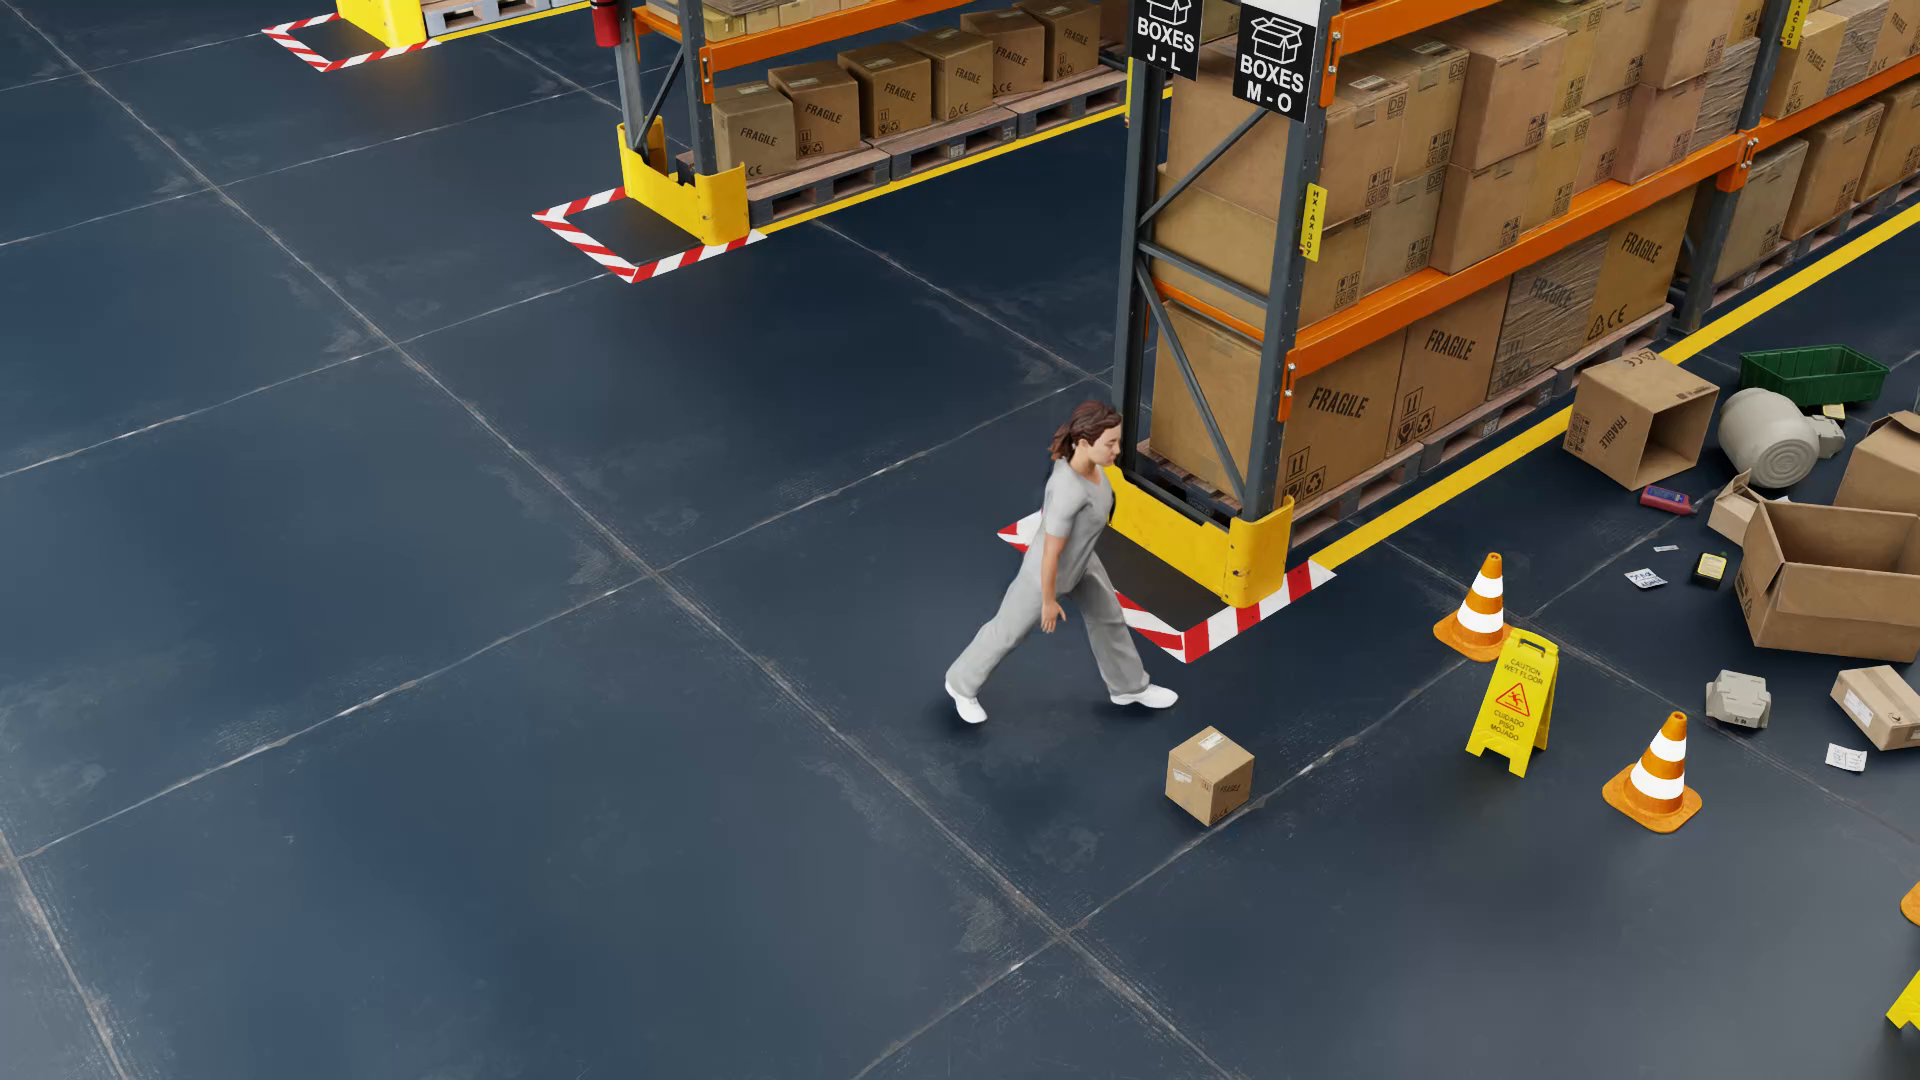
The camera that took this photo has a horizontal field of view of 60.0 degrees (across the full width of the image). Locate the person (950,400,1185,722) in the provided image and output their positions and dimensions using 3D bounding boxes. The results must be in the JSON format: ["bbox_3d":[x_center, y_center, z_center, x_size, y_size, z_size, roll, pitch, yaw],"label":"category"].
[{"bbox_3d":[0.457,0.112,6.948,1.015,1.612,0.575,12,38,16],"label":"person"}]
